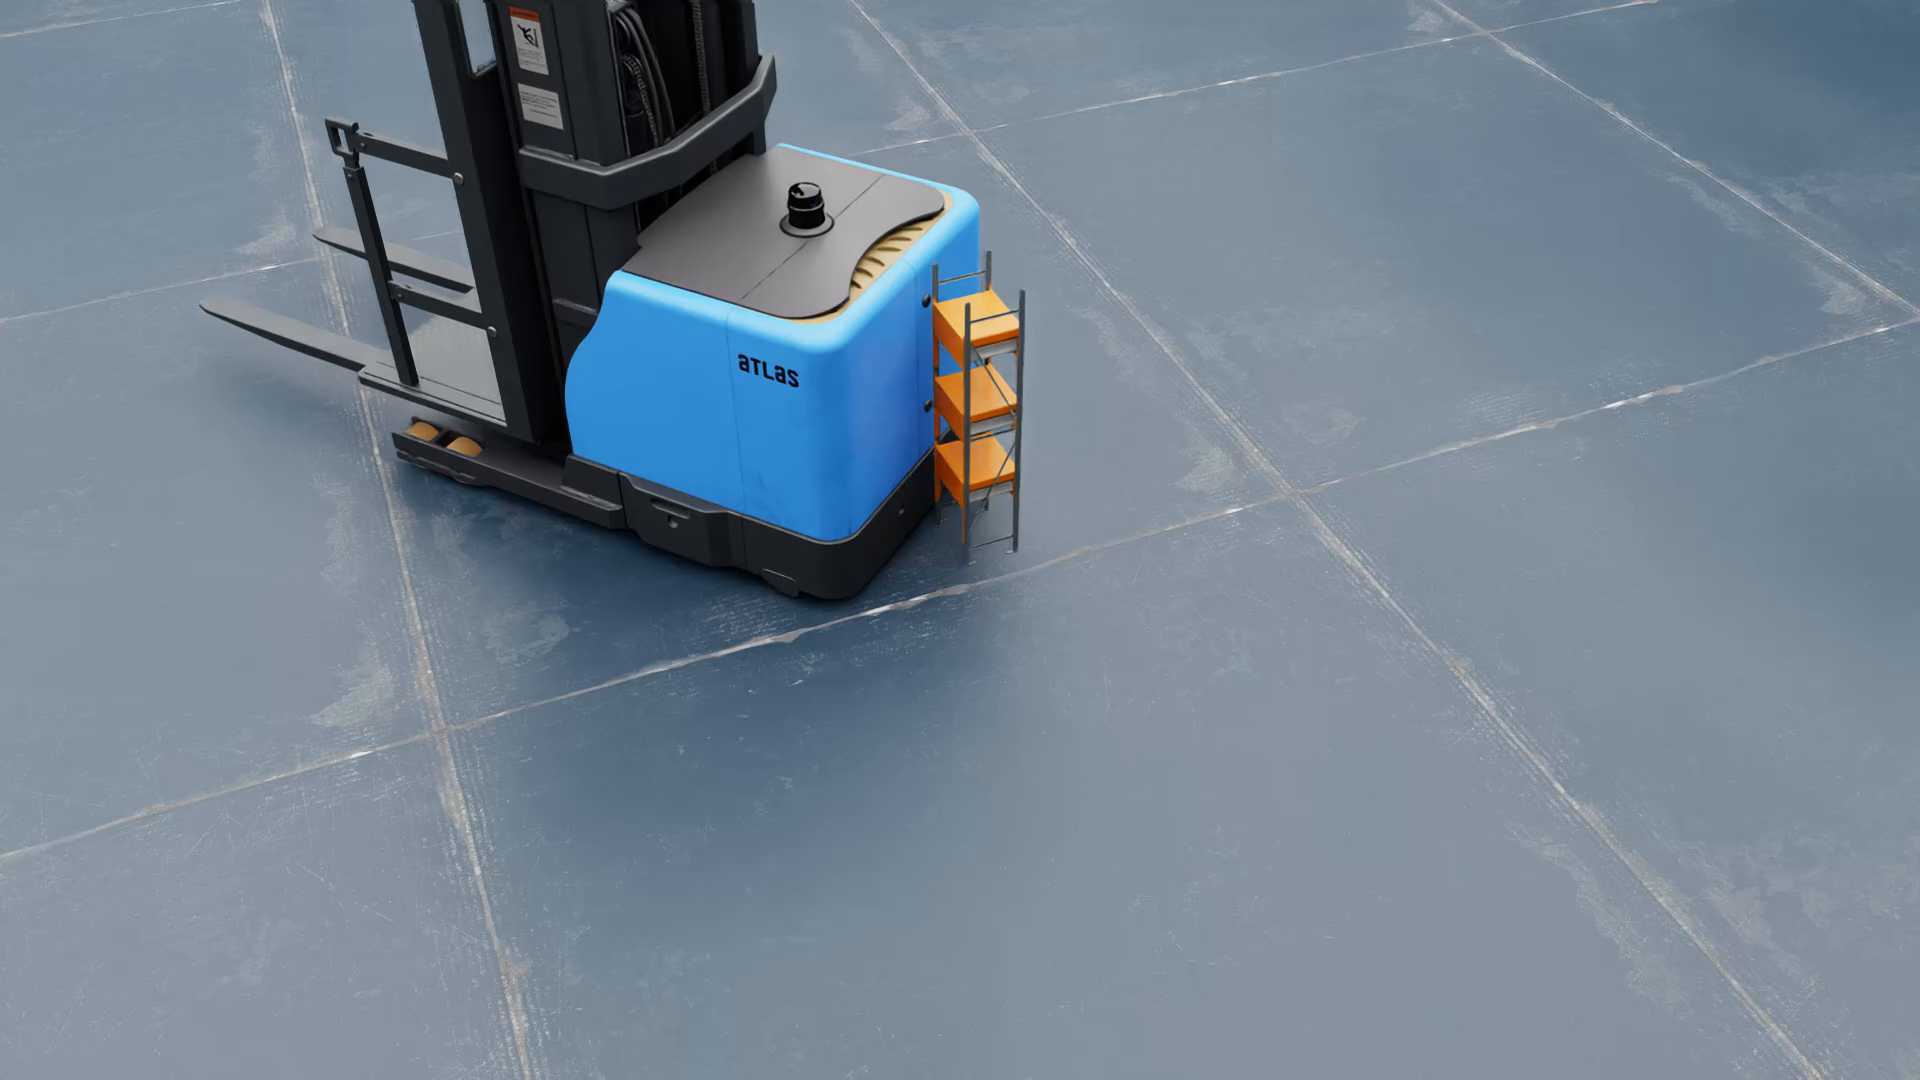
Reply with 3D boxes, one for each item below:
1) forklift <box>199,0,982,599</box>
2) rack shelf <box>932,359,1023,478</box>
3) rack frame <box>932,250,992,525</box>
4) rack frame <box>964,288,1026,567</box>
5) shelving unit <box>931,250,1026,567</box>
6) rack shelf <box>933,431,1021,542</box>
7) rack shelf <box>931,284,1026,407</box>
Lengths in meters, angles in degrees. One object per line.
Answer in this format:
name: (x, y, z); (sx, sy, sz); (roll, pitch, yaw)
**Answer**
forklift: (-1.469, -1.597, 5.360); (3.031, 2.935, 1.130); (19, 44, 20)
rack shelf: (0.056, -0.399, 5.425); (0.215, 0.259, 0.240); (-16, 43, -18)
rack frame: (0.007, -0.480, 5.503); (0.200, 1.050, 0.008); (-16, 43, -18)
rack frame: (0.106, -0.335, 5.334); (0.200, 1.050, 0.008); (-16, 43, -18)
shelving unit: (0.056, -0.407, 5.418); (0.215, 1.050, 0.252); (-16, 43, -18)
rack shelf: (0.056, -0.188, 5.606); (0.215, 0.259, 0.240); (-16, 43, -18)
rack shelf: (0.056, -0.614, 5.240); (0.215, 0.259, 0.240); (-16, 43, -18)
